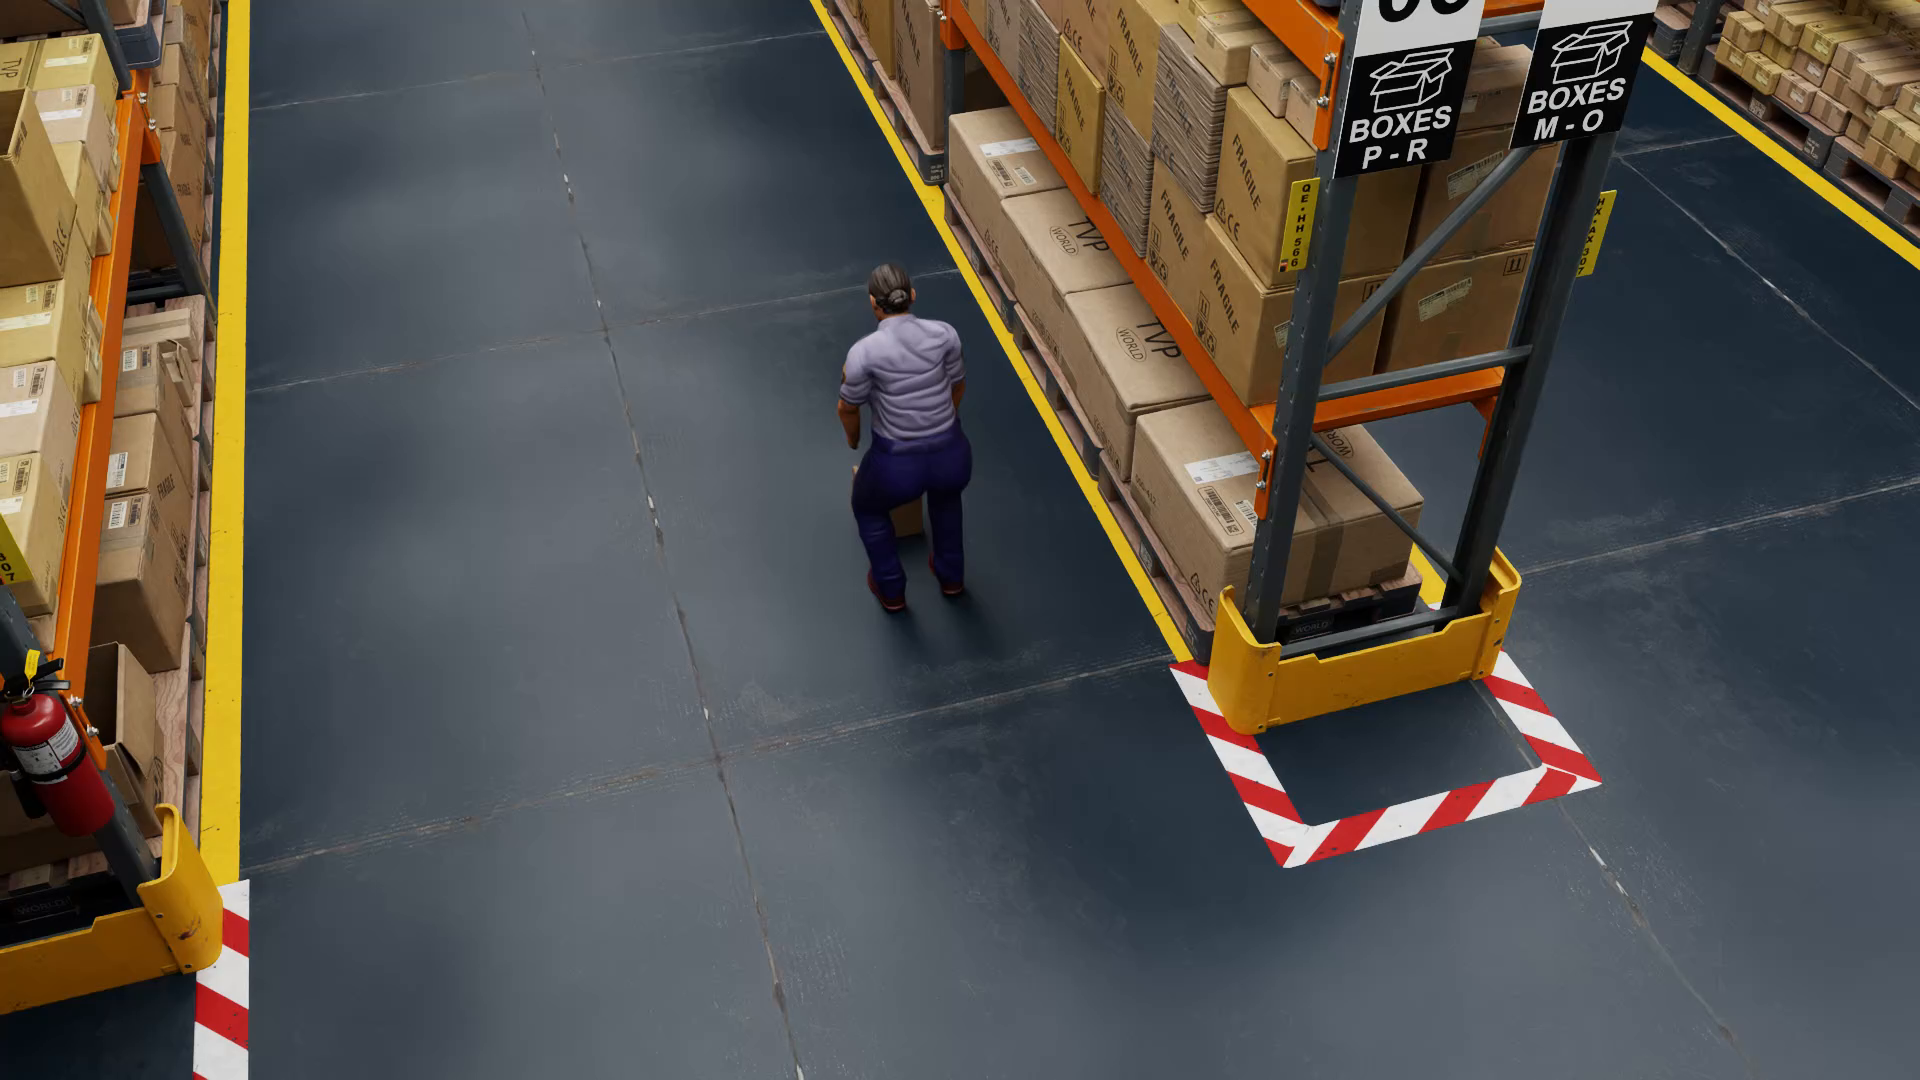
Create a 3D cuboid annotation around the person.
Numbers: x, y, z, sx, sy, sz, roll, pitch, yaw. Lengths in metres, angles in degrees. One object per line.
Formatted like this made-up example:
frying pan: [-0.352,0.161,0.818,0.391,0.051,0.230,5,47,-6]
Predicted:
person: [-0.217,-0.360,6.663,0.519,1.528,0.507,-11,44,-12]
